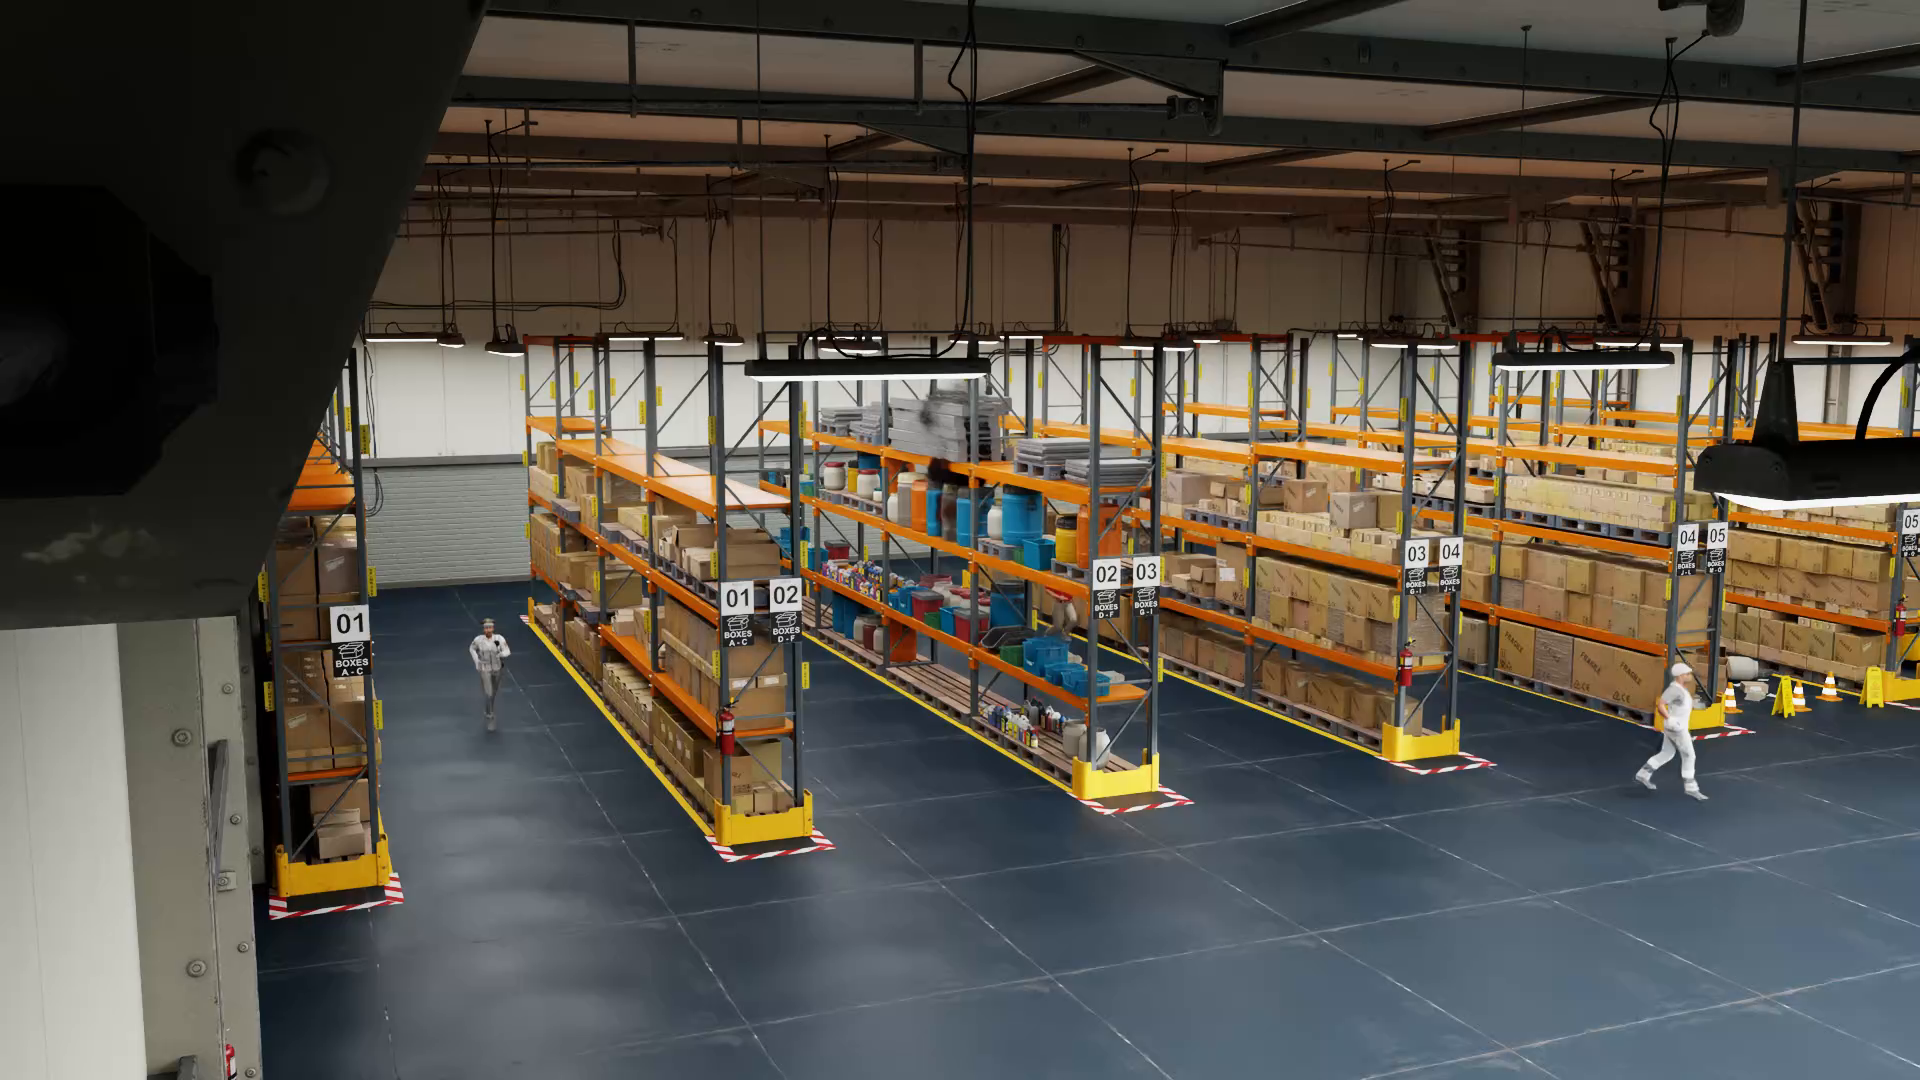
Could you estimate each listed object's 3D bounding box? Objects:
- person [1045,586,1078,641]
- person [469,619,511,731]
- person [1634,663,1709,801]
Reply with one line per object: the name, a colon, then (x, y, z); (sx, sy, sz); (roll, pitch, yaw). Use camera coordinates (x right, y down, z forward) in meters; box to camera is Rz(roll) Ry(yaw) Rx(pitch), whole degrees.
person: (1.926, 1.229, 31.411); (0.668, 1.664, 0.797); (-4, 9, -30)
person: (-7.307, 2.067, 25.916); (0.569, 1.749, 0.776); (-4, 9, -27)
person: (9.476, 2.513, 22.064); (0.920, 1.813, 0.630); (2, 8, 17)
